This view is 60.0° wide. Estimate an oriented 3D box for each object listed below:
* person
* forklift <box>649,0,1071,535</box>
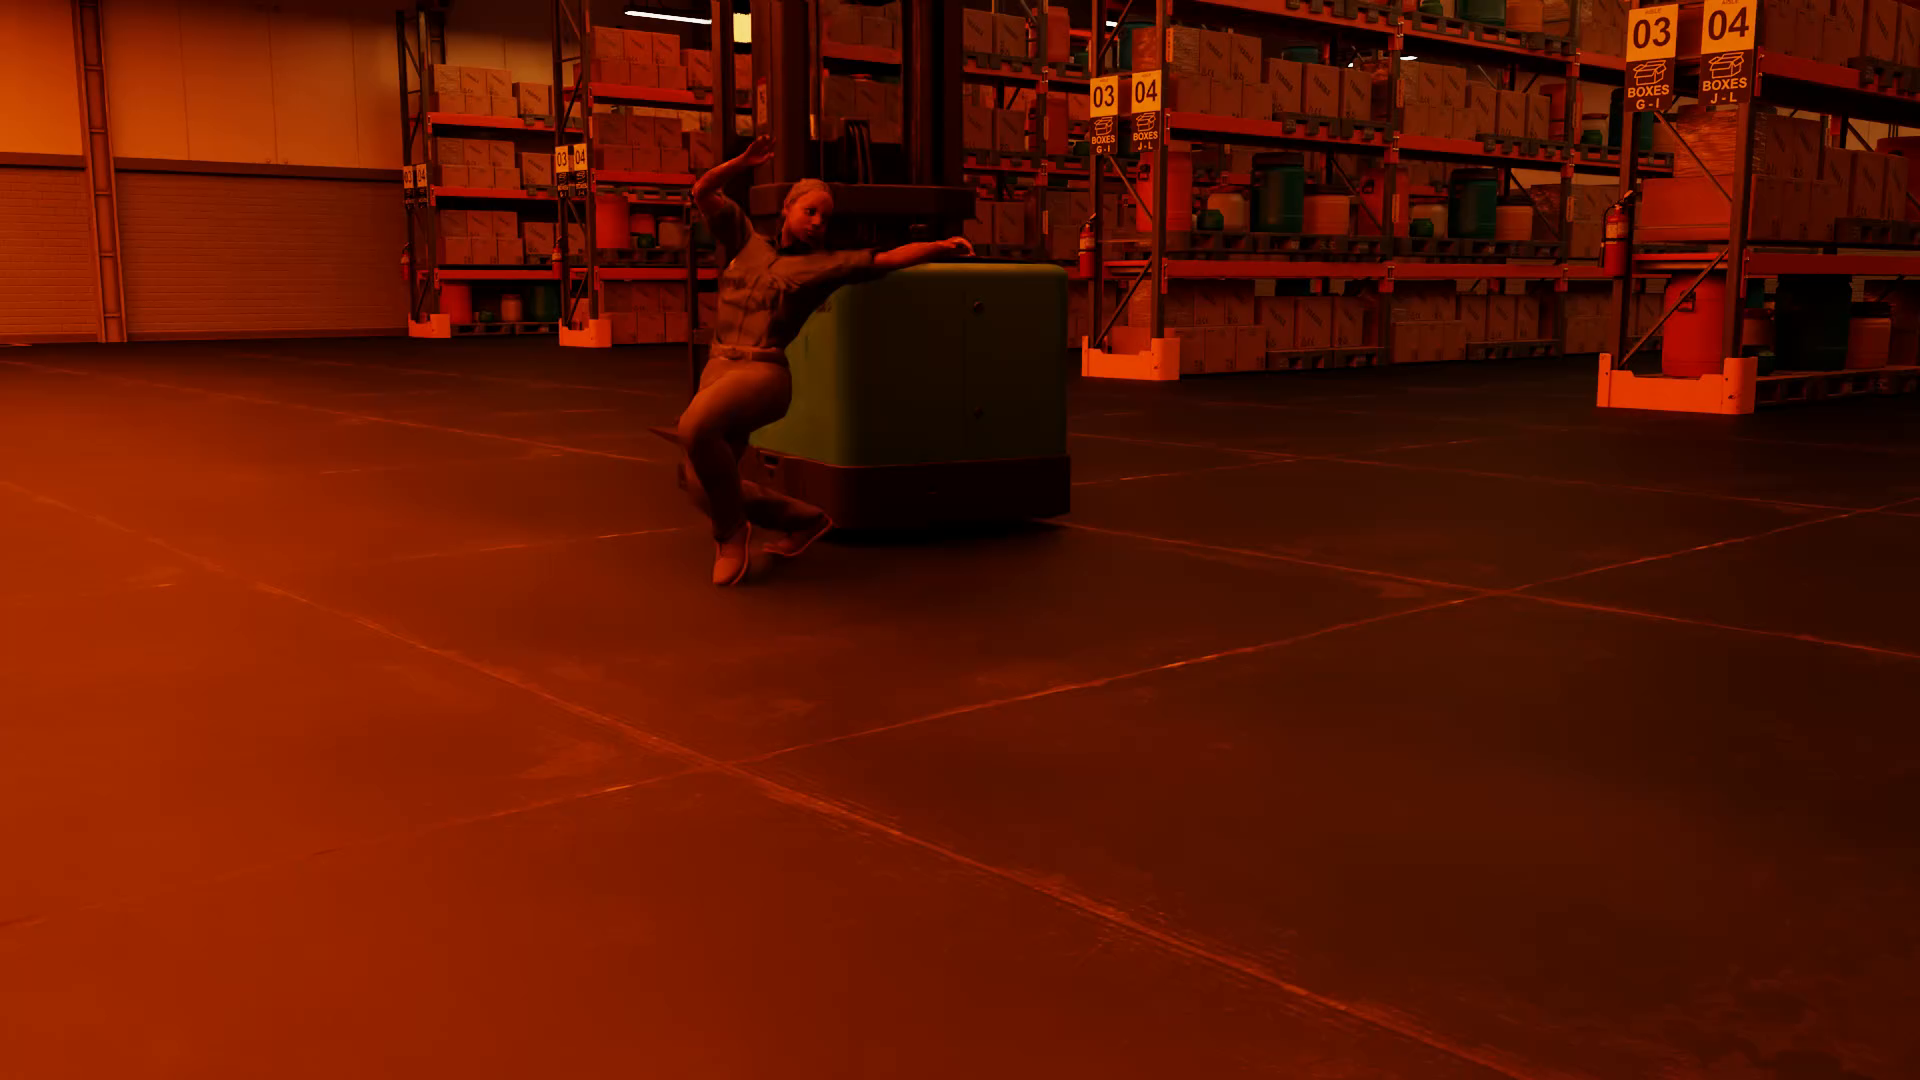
[{"bbox_3d":[-0.533,-0.592,5.589,1.016,1.512,0.798,7,11,39],"label":"person"},{"bbox_3d":[-0.680,-1.653,7.638,1.130,2.935,3.031,-5,10,-27],"label":"forklift"}]
